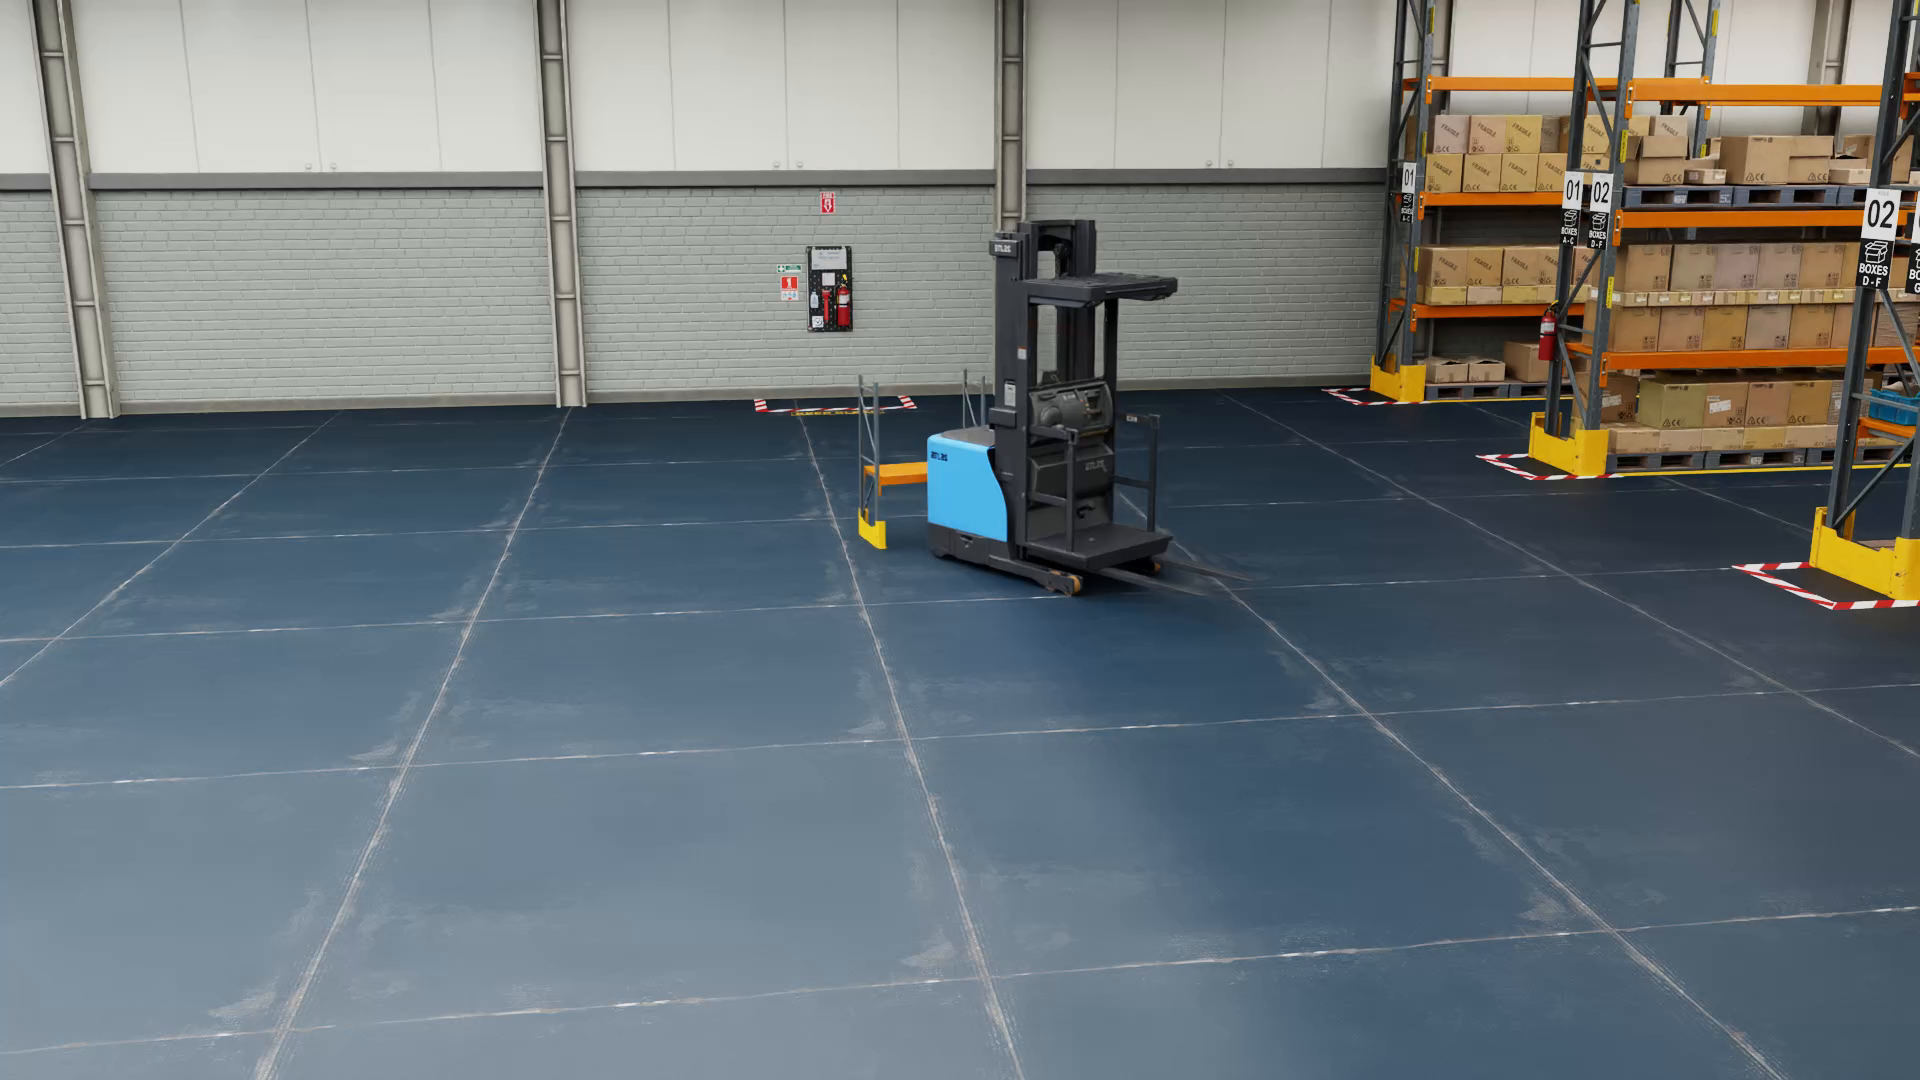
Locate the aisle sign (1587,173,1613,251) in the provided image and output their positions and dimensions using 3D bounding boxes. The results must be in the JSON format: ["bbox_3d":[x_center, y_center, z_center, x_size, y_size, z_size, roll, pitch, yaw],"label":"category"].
[{"bbox_3d":[6.773,-3.477,17.602,0.004,0.787,0.394,-2,14,-8],"label":"aisle sign"}]

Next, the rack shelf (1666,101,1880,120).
[{"bbox_3d":[11.984,-6.068,23.246,4.000,0.370,1.077,-2,14,-8],"label":"rack shelf"}]

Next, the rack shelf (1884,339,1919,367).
[{"bbox_3d":[12.725,-2.160,19.177,4.000,0.370,1.077,-2,14,-8],"label":"rack shelf"}]

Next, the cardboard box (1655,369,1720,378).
[{"bbox_3d":[8.265,-1.656,18.936,0.500,0.500,0.500,-2,14,-8],"label":"cardboard box"}]

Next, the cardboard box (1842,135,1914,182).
[{"bbox_3d":[10.210,-4.257,18.535,0.500,0.500,0.500,-1,14,-4],"label":"cardboard box"}]

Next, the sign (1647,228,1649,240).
[{"bbox_3d":[9.920,-4.323,23.942,0.005,0.325,0.100,-2,14,-8],"label":"sign"}]

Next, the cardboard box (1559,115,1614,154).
[{"bbox_3d":[8.496,-5.499,22.542,0.500,0.500,0.500,-3,14,-10],"label":"cardboard box"}]

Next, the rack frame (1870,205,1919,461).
[{"bbox_3d":[10.748,-2.437,18.800,0.127,3.000,1.000,-2,14,-8],"label":"rack frame"}]

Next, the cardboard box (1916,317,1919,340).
[{"bbox_3d":[11.228,-2.392,18.931,0.500,0.250,0.500,-1,14,-5],"label":"cardboard box"}]

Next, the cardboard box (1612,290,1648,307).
[{"bbox_3d":[7.212,-2.617,17.981,0.250,0.149,0.380,-2,14,-9],"label":"cardboard box"}]

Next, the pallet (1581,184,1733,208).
[{"bbox_3d":[7.495,-3.723,17.945,1.213,0.211,1.003,-2,14,-8],"label":"pallet"}]

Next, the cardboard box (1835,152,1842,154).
[{"bbox_3d":[12.666,-5.263,23.650,0.637,0.503,0.797,0,14,0],"label":"cardboard box"}]

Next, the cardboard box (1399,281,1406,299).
[{"bbox_3d":[6.484,-3.484,23.242,0.500,0.250,0.500,-2,14,-7],"label":"cardboard box"}]

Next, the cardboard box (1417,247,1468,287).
[{"bbox_3d":[6.567,-3.729,22.678,0.500,0.500,0.500,-2,14,-8],"label":"cardboard box"}]

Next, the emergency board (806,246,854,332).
[{"bbox_3d":[-1.769,-3.419,22.716,0.643,1.169,0.194,-2,14,-8],"label":"emergency board"}]

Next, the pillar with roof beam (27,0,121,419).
[{"bbox_3d":[-10.544,-4.939,16.444,0.400,9.000,9.100,-2,14,-8],"label":"pillar with roof beam"}]

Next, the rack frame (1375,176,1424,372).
[{"bbox_3d":[6.050,-3.483,22.973,0.127,3.000,1.000,-2,14,-8],"label":"rack frame"}]

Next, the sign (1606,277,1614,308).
[{"bbox_3d":[6.869,-2.616,17.574,0.005,0.325,0.100,-2,14,-8],"label":"sign"}]

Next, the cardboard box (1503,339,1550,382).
[{"bbox_3d":[8.045,-2.523,23.377,0.500,0.500,0.700,-3,14,-12],"label":"cardboard box"}]

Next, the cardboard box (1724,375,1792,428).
[{"bbox_3d":[8.839,-1.545,18.492,0.500,0.500,0.500,-2,14,-8],"label":"cardboard box"}]

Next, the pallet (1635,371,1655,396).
[{"bbox_3d":[9.347,-2.243,23.759,1.213,0.211,1.003,-2,14,-8],"label":"pallet"}]

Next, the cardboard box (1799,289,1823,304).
[{"bbox_3d":[9.255,-2.693,18.282,0.250,0.149,0.380,-2,14,-7],"label":"cardboard box"}]

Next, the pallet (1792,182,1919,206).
[{"bbox_3d":[9.908,-3.812,18.298,1.213,0.211,1.003,-2,14,-8],"label":"pallet"}]

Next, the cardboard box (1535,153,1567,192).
[{"bbox_3d":[7.994,-5.004,22.622,0.500,0.500,0.500,-1,14,-5],"label":"cardboard box"}]

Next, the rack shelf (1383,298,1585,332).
[{"bbox_3d":[8.028,-3.207,23.349,4.000,0.370,1.077,-2,14,-8],"label":"rack shelf"}]

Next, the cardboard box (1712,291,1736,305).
[{"bbox_3d":[8.233,-2.655,18.132,0.250,0.149,0.380,-3,14,-10],"label":"cardboard box"}]

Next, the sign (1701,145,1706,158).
[{"bbox_3d":[10.094,-5.204,22.604,0.005,0.325,0.100,-2,14,-8],"label":"sign"}]

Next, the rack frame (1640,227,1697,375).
[{"bbox_3d":[10.006,-3.628,23.551,0.127,3.000,1.000,-2,14,-8],"label":"rack frame"}]

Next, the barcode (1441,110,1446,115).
[{"bbox_3d":[6.678,-5.909,22.983,0.075,0.075,0.001,-2,14,-8],"label":"barcode"}]

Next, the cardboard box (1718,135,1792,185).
[{"bbox_3d":[8.475,-4.061,17.755,0.500,0.500,0.500,-2,14,-8],"label":"cardboard box"}]

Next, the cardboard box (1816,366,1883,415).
[{"bbox_3d":[10.242,-1.729,19.225,0.500,0.500,0.500,-2,14,-8],"label":"cardboard box"}]

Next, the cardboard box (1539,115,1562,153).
[{"bbox_3d":[7.965,-5.611,22.990,0.500,0.500,0.500,-2,14,-8],"label":"cardboard box"}]

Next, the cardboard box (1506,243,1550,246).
[{"bbox_3d":[7.993,-3.906,23.384,0.500,0.500,0.500,-2,14,-8],"label":"cardboard box"}]

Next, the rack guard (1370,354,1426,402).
[{"bbox_3d":[6.126,-2.274,23.288,0.348,0.500,1.175,-2,14,-8],"label":"rack guard"}]

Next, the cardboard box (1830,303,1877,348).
[{"bbox_3d":[9.789,-2.447,18.635,0.500,0.500,0.700,-2,14,-9],"label":"cardboard box"}]

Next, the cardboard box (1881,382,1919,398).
[{"bbox_3d":[11.105,-1.662,19.349,0.500,0.311,0.500,-2,14,-8],"label":"cardboard box"}]

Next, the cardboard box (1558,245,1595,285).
[{"bbox_3d":[8.592,-3.802,22.970,0.500,0.500,0.500,-3,14,-10],"label":"cardboard box"}]

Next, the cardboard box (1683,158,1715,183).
[{"bbox_3d":[7.892,-4.051,18.227,0.500,0.250,0.500,-2,14,-8],"label":"cardboard box"}]

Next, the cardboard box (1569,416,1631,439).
[{"bbox_3d":[7.278,-1.252,18.866,0.500,0.250,0.500,-2,14,-8],"label":"cardboard box"}]

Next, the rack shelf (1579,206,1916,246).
[{"bbox_3d":[8.770,-3.470,18.234,4.000,0.370,1.077,-2,14,-8],"label":"rack shelf"}]

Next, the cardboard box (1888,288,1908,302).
[{"bbox_3d":[10.266,-2.730,18.430,0.250,0.149,0.380,-2,14,-9],"label":"cardboard box"}]

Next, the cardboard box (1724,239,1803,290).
[{"bbox_3d":[8.821,-3.042,18.342,0.500,0.500,0.700,-2,14,-8],"label":"cardboard box"}]

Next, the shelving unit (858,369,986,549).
[{"bbox_3d":[-0.337,-0.759,15.195,1.083,1.500,0.587,-5,15,-20],"label":"shelving unit"}]

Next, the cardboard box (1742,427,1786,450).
[{"bbox_3d":[8.839,-1.182,18.585,0.500,0.250,0.500,-2,14,-8],"label":"cardboard box"}]

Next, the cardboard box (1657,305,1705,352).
[{"bbox_3d":[7.774,-2.374,18.346,0.500,0.500,0.700,-2,14,-7],"label":"cardboard box"}]

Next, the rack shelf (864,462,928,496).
[{"bbox_3d":[-0.346,-0.584,15.235,1.000,0.185,0.538,-5,15,-20],"label":"rack shelf"}]

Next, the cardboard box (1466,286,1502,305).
[{"bbox_3d":[7.092,-3.384,22.843,0.500,0.250,0.500,-3,14,-10],"label":"cardboard box"}]

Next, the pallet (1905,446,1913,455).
[{"bbox_3d":[11.470,-1.120,19.283,1.213,0.211,1.003,-2,14,-8],"label":"pallet"}]

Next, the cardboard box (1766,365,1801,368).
[{"bbox_3d":[11.745,-2.699,24.081,0.500,0.500,0.700,-2,14,-8],"label":"cardboard box"}]

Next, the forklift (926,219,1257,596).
[{"bbox_3d":[1.070,-1.109,13.646,1.130,2.935,3.031,-13,19,-41],"label":"forklift"}]
